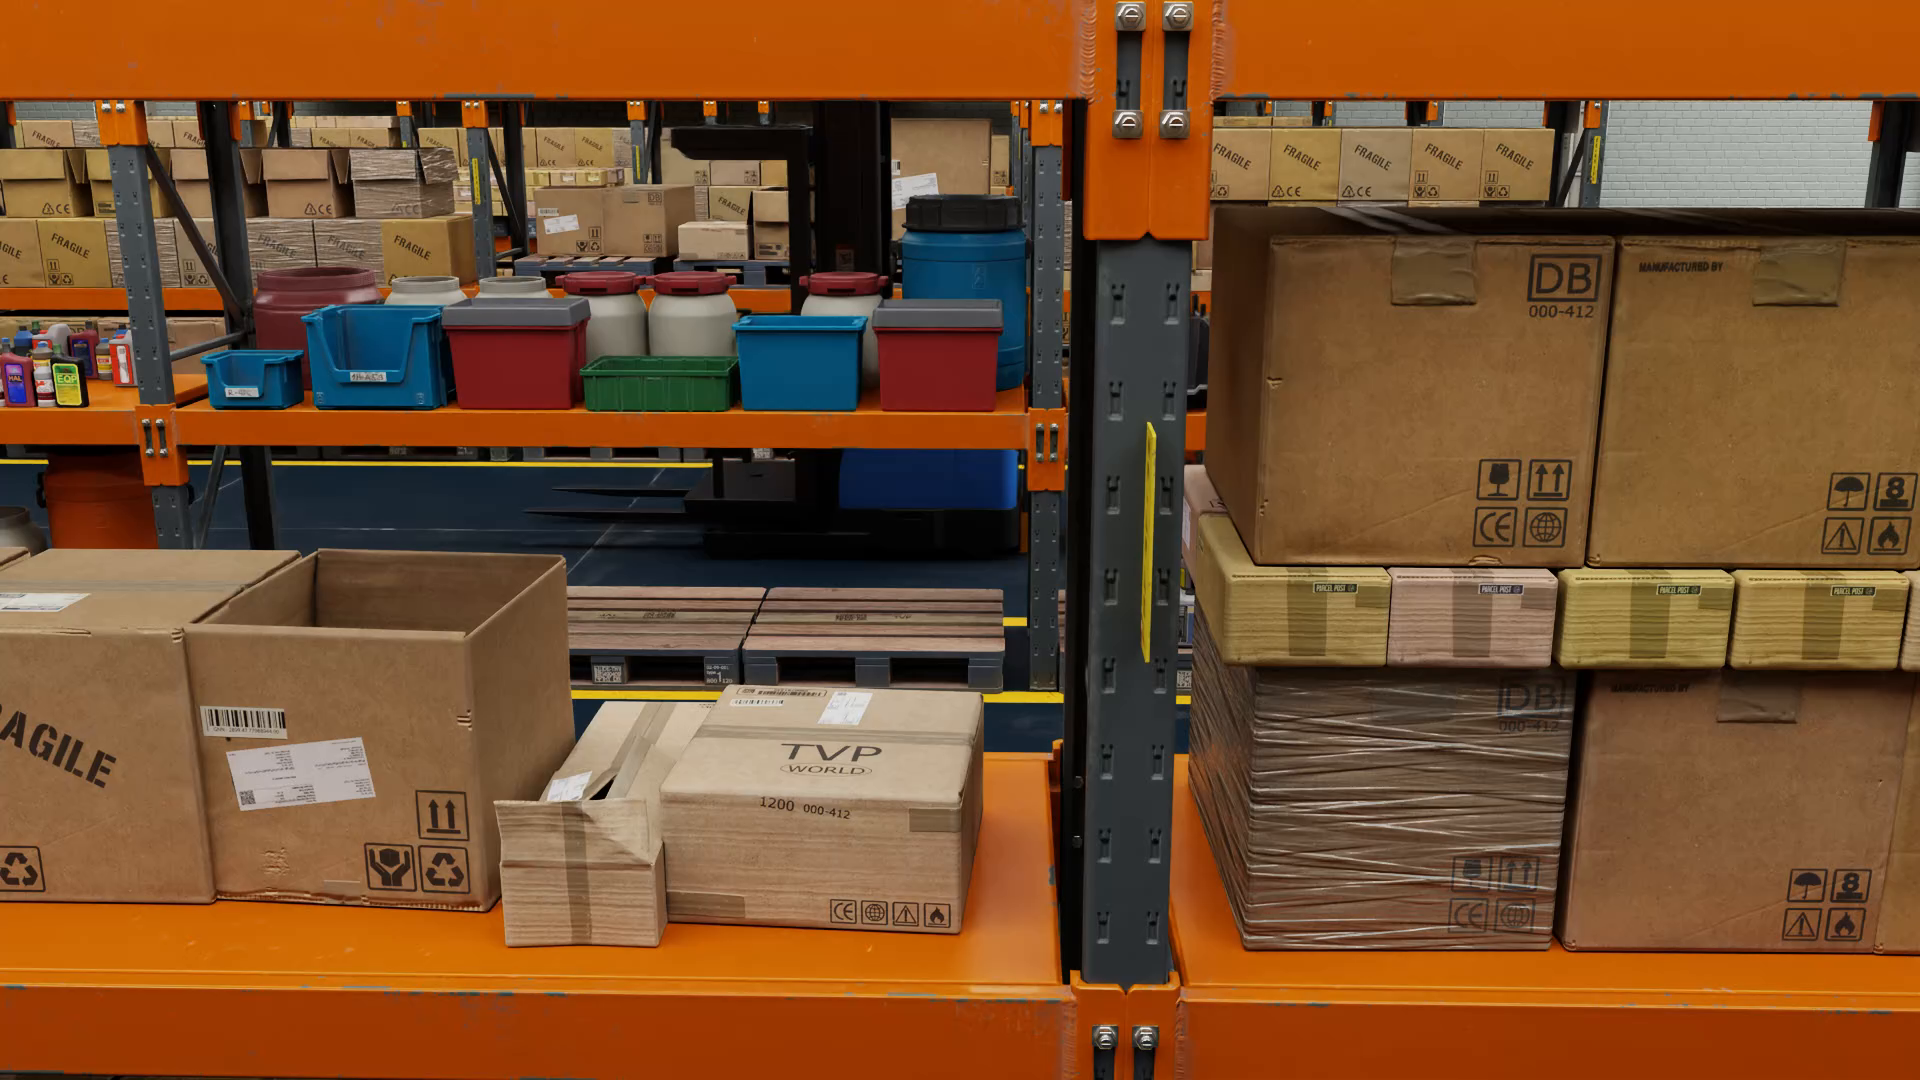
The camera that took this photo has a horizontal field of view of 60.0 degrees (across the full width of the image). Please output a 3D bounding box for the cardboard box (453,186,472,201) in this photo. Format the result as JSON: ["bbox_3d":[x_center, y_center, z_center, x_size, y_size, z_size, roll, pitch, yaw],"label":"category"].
[{"bbox_3d":[-5.042,-3.550,17.003,0.250,0.149,0.380,1,15,3],"label":"cardboard box"}]

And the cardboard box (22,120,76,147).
[{"bbox_3d":[-9.268,-4.074,17.162,0.500,0.500,0.500,0,15,0],"label":"cardboard box"}]

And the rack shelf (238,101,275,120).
[{"bbox_3d":[-9.245,-4.572,17.318,4.000,0.370,1.077,0,15,1],"label":"rack shelf"}]

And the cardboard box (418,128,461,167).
[{"bbox_3d":[-6.787,-5.175,21.918,0.500,0.500,0.500,1,15,2],"label":"cardboard box"}]

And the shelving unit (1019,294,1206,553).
[{"bbox_3d":[0.908,-0.714,10.105,1.083,1.500,0.587,1,15,3],"label":"shelving unit"}]

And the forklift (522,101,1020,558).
[{"bbox_3d":[-1.145,-1.444,10.067,3.031,2.935,1.130,1,15,3],"label":"forklift"}]

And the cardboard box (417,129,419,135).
[{"bbox_3d":[-8.579,-6.496,27.324,0.500,0.500,0.500,0,15,0],"label":"cardboard box"}]

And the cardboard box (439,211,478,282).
[{"bbox_3d":[-3.953,-2.287,12.931,0.500,0.500,0.500,1,15,3],"label":"cardboard box"}]

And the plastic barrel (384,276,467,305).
[{"bbox_3d":[-2.567,-1.005,8.048,0.421,0.512,0.421,0,15,0],"label":"plastic barrel"}]

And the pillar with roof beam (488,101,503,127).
[{"bbox_3d":[-7.880,-8.022,23.107,0.400,9.000,9.100,0,15,1],"label":"pillar with roof beam"}]

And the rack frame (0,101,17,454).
[{"bbox_3d":[-7.473,-2.192,12.768,0.127,3.000,1.000,0,15,1],"label":"rack frame"}]

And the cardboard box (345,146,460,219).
[{"bbox_3d":[-4.205,-2.708,12.562,0.637,0.503,0.797,1,15,3],"label":"cardboard box"}]

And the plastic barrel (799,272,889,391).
[{"bbox_3d":[-0.553,-1.004,8.001,0.433,0.535,0.433,0,15,0],"label":"plastic barrel"}]

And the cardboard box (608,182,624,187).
[{"bbox_3d":[-3.724,-3.710,17.607,0.250,0.149,0.380,1,15,4],"label":"cardboard box"}]

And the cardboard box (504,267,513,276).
[{"bbox_3d":[-4.442,-2.725,17.396,0.500,0.250,0.500,1,15,2],"label":"cardboard box"}]

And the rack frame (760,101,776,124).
[{"bbox_3d":[-3.098,-5.959,27.046,0.127,3.000,1.000,0,15,1],"label":"rack frame"}]

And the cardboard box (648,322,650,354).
[{"bbox_3d":[-2.273,-1.535,12.845,0.500,0.250,0.500,2,15,8],"label":"cardboard box"}]

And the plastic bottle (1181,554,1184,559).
[{"bbox_3d":[1.049,0.122,8.327,0.185,0.351,0.144,0,15,0],"label":"plastic bottle"}]

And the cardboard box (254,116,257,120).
[{"bbox_3d":[-9.321,-5.497,21.867,0.250,0.149,0.380,0,15,0],"label":"cardboard box"}]

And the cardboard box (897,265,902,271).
[{"bbox_3d":[-0.835,-2.508,17.551,0.750,0.750,1.050,0,15,1],"label":"cardboard box"}]

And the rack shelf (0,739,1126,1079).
[{"bbox_3d":[-1.732,0.721,3.136,4.000,0.370,1.077,0,15,1],"label":"rack shelf"}]

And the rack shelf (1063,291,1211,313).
[{"bbox_3d":[2.524,-1.779,12.613,4.000,0.370,1.077,0,15,1],"label":"rack shelf"}]

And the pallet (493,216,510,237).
[{"bbox_3d":[-5.226,-3.340,17.494,1.213,0.211,1.003,0,15,1],"label":"pallet"}]

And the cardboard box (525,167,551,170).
[{"bbox_3d":[-4.482,-3.857,17.583,0.250,0.149,0.380,0,15,-1],"label":"cardboard box"}]

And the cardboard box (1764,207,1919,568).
[{"bbox_3d":[1.717,-0.281,2.787,0.500,0.500,0.700,0,15,1],"label":"cardboard box"}]

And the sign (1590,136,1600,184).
[{"bbox_3d":[4.489,-2.685,11.747,0.005,0.325,0.100,0,15,1],"label":"sign"}]

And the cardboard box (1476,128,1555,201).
[{"bbox_3d":[3.967,-2.730,12.068,0.500,0.500,0.500,0,15,1],"label":"cardboard box"}]

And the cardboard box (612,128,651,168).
[{"bbox_3d":[-4.258,-5.163,21.872,0.500,0.500,0.500,1,15,2],"label":"cardboard box"}]

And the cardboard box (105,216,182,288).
[{"bbox_3d":[-6.017,-2.167,12.478,0.500,0.500,0.500,0,15,0],"label":"cardboard box"}]

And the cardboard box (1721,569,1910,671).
[{"bbox_3d":[1.303,0.080,2.690,0.250,0.149,0.380,0,15,1],"label":"cardboard box"}]

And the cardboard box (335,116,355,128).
[{"bbox_3d":[-8.046,-5.519,21.951,0.250,0.149,0.380,0,15,1],"label":"cardboard box"}]

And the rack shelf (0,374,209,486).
[{"bbox_3d":[-5.600,-0.568,8.023,4.000,0.370,1.077,0,15,1],"label":"rack shelf"}]

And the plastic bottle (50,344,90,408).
[{"bbox_3d":[-4.016,-0.740,7.494,0.133,0.283,0.061,0,15,1],"label":"plastic bottle"}]

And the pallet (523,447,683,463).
[{"bbox_3d":[-2.693,-0.812,13.004,1.213,0.211,1.003,0,15,1],"label":"pallet"}]

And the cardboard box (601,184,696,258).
[{"bbox_3d":[-2.373,-2.446,12.711,0.500,0.500,0.700,3,15,10],"label":"cardboard box"}]

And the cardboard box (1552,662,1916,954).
[{"bbox_3d":[1.239,0.341,2.970,0.500,0.500,0.700,0,15,1],"label":"cardboard box"}]

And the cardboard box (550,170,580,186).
[{"bbox_3d":[-3.999,-3.688,16.941,0.250,0.149,0.380,0,15,1],"label":"cardboard box"}]

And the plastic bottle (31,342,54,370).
[{"bbox_3d":[-4.472,-0.863,8.120,0.097,0.201,0.097,0,15,0],"label":"plastic bottle"}]

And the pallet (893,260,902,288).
[{"bbox_3d":[-0.236,-2.089,12.754,1.213,0.211,1.003,0,15,1],"label":"pallet"}]

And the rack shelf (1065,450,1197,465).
[{"bbox_3d":[0.917,-0.540,10.151,1.000,0.185,0.538,1,15,3],"label":"rack shelf"}]

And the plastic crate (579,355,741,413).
[{"bbox_3d":[-1.350,-0.714,7.580,0.662,0.188,0.450,0,15,1],"label":"plastic crate"}]

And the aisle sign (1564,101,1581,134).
[{"bbox_3d":[4.593,-3.447,12.428,0.004,0.787,0.394,0,15,1],"label":"aisle sign"}]

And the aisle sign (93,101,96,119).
[{"bbox_3d":[-11.298,-5.929,21.835,0.004,0.787,0.394,0,15,1],"label":"aisle sign"}]

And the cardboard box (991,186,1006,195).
[{"bbox_3d":[0.224,-3.388,17.104,0.500,0.500,0.500,0,15,1],"label":"cardboard box"}]

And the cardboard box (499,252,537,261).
[{"bbox_3d":[-5.695,-3.907,22.611,0.875,0.875,0.875,1,15,3],"label":"cardboard box"}]

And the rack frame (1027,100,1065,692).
[{"bbox_3d":[0.398,-0.877,7.783,0.127,3.000,1.000,0,15,1],"label":"rack frame"}]

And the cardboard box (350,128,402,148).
[{"bbox_3d":[-7.699,-5.184,21.951,0.500,0.500,0.500,0,15,1],"label":"cardboard box"}]

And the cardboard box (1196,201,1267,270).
[{"bbox_3d":[1.974,-2.323,12.487,0.500,0.500,0.875,0,15,1],"label":"cardboard box"}]

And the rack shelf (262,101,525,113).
[{"bbox_3d":[-9.096,-7.100,26.903,4.000,0.370,1.077,0,15,1],"label":"rack shelf"}]

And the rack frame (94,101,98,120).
[{"bbox_3d":[-11.219,-4.745,22.445,0.127,3.000,1.000,0,15,1],"label":"rack frame"}]

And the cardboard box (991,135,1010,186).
[{"bbox_3d":[0.256,-3.937,17.228,0.500,0.500,0.700,0,15,0],"label":"cardboard box"}]

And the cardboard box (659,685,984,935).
[{"bbox_3d":[-0.226,0.467,2.984,0.500,0.250,0.500,1,15,5],"label":"cardboard box"}]

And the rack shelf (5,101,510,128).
[{"bbox_3d":[-5.474,-3.281,12.427,4.000,0.370,1.077,0,15,1],"label":"rack shelf"}]

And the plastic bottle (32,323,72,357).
[{"bbox_3d":[-4.488,-0.931,8.232,0.135,0.276,0.152,0,15,1],"label":"plastic bottle"}]
